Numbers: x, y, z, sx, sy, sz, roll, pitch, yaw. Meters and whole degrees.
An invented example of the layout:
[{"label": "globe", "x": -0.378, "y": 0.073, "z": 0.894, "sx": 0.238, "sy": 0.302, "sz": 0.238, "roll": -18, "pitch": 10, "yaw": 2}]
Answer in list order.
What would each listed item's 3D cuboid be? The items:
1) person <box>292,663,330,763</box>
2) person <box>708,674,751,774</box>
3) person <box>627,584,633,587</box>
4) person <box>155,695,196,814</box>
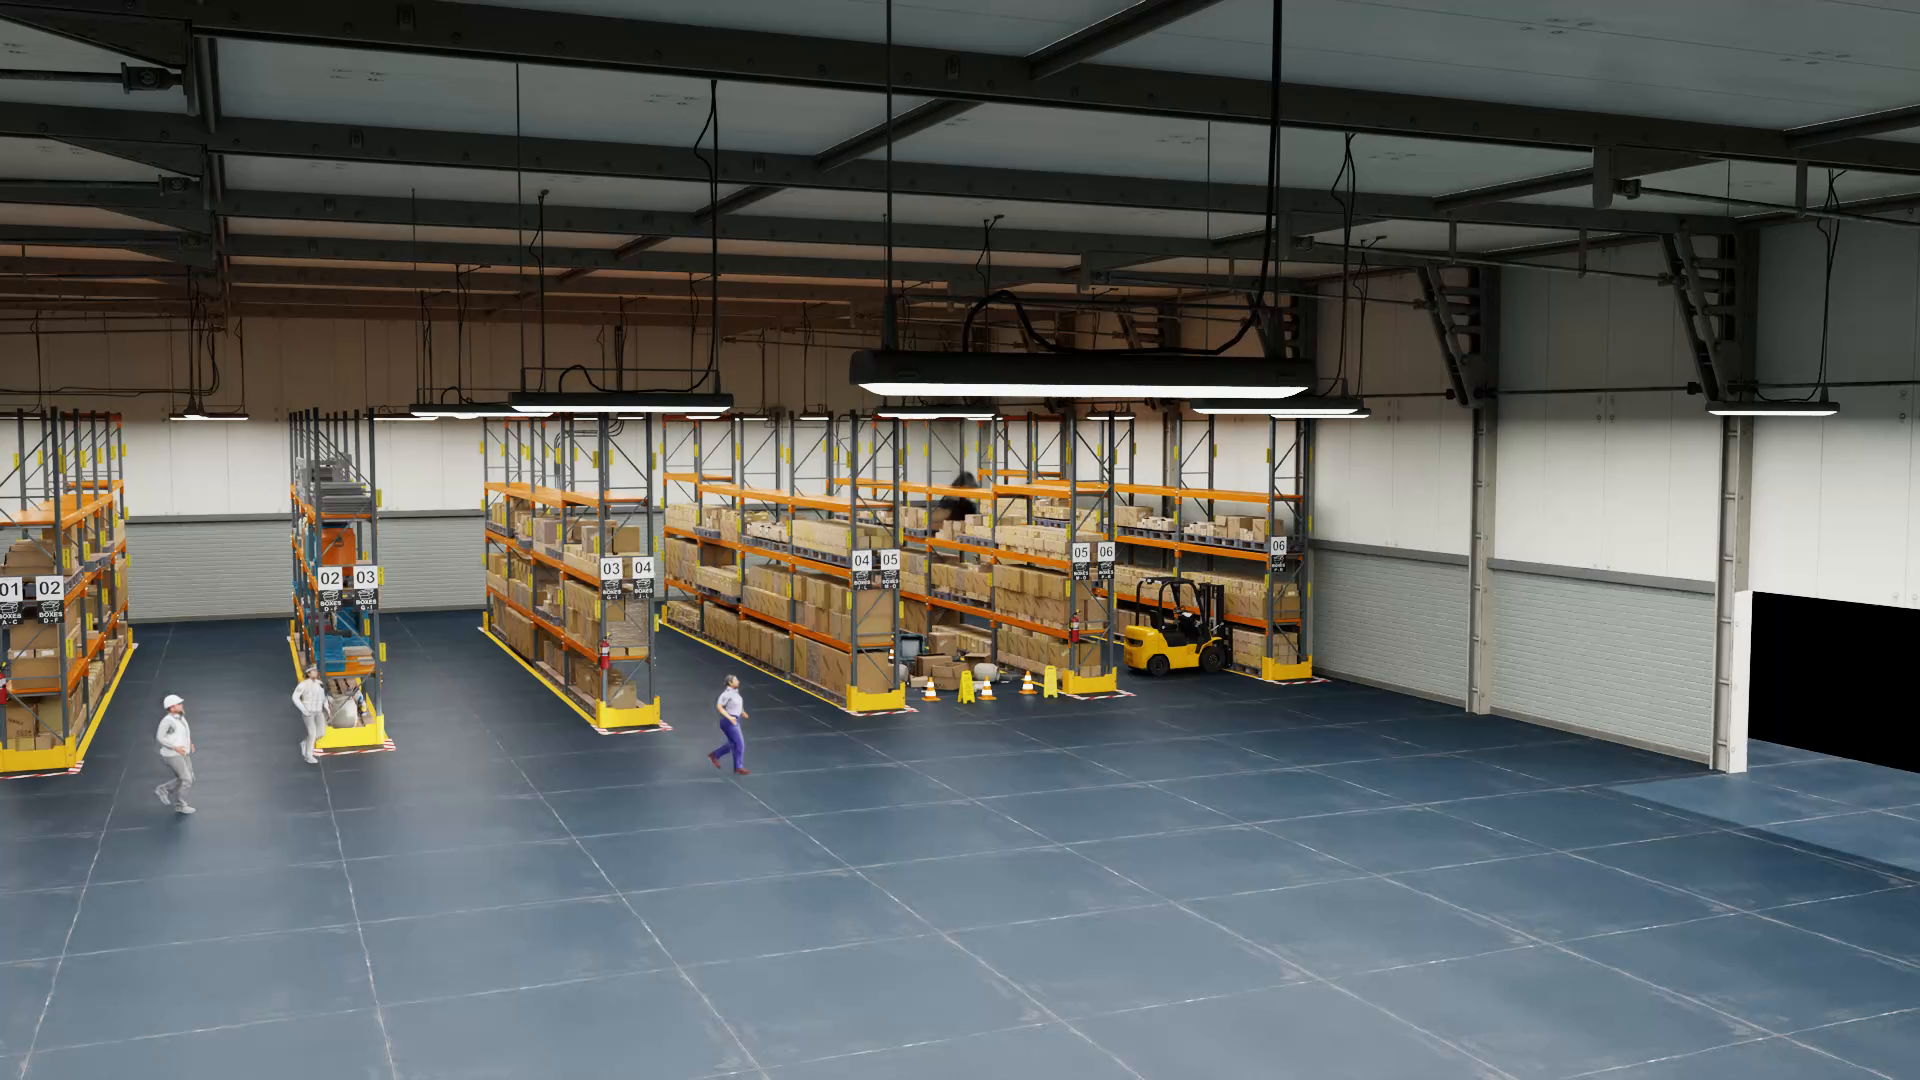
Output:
[{"label": "person", "x": -11.006, "y": 2.931, "z": 28.274, "sx": 0.494, "sy": 1.663, "sz": 0.660, "roll": 3, "pitch": 5, "yaw": 32}, {"label": "person", "x": -3.786, "y": 3.011, "z": 27.211, "sx": 0.744, "sy": 1.619, "sz": 0.630, "roll": 0, "pitch": 4, "yaw": 5}, {"label": "person", "x": -9.332, "y": 1.649, "z": 46.624, "sx": 0.684, "sy": 1.667, "sz": 0.838, "roll": -1, "pitch": 4, "yaw": -20}, {"label": "person", "x": -11.567, "y": 3.144, "z": 24.415, "sx": 0.618, "sy": 1.745, "sz": 0.670, "roll": 0, "pitch": 4, "yaw": -3}]
